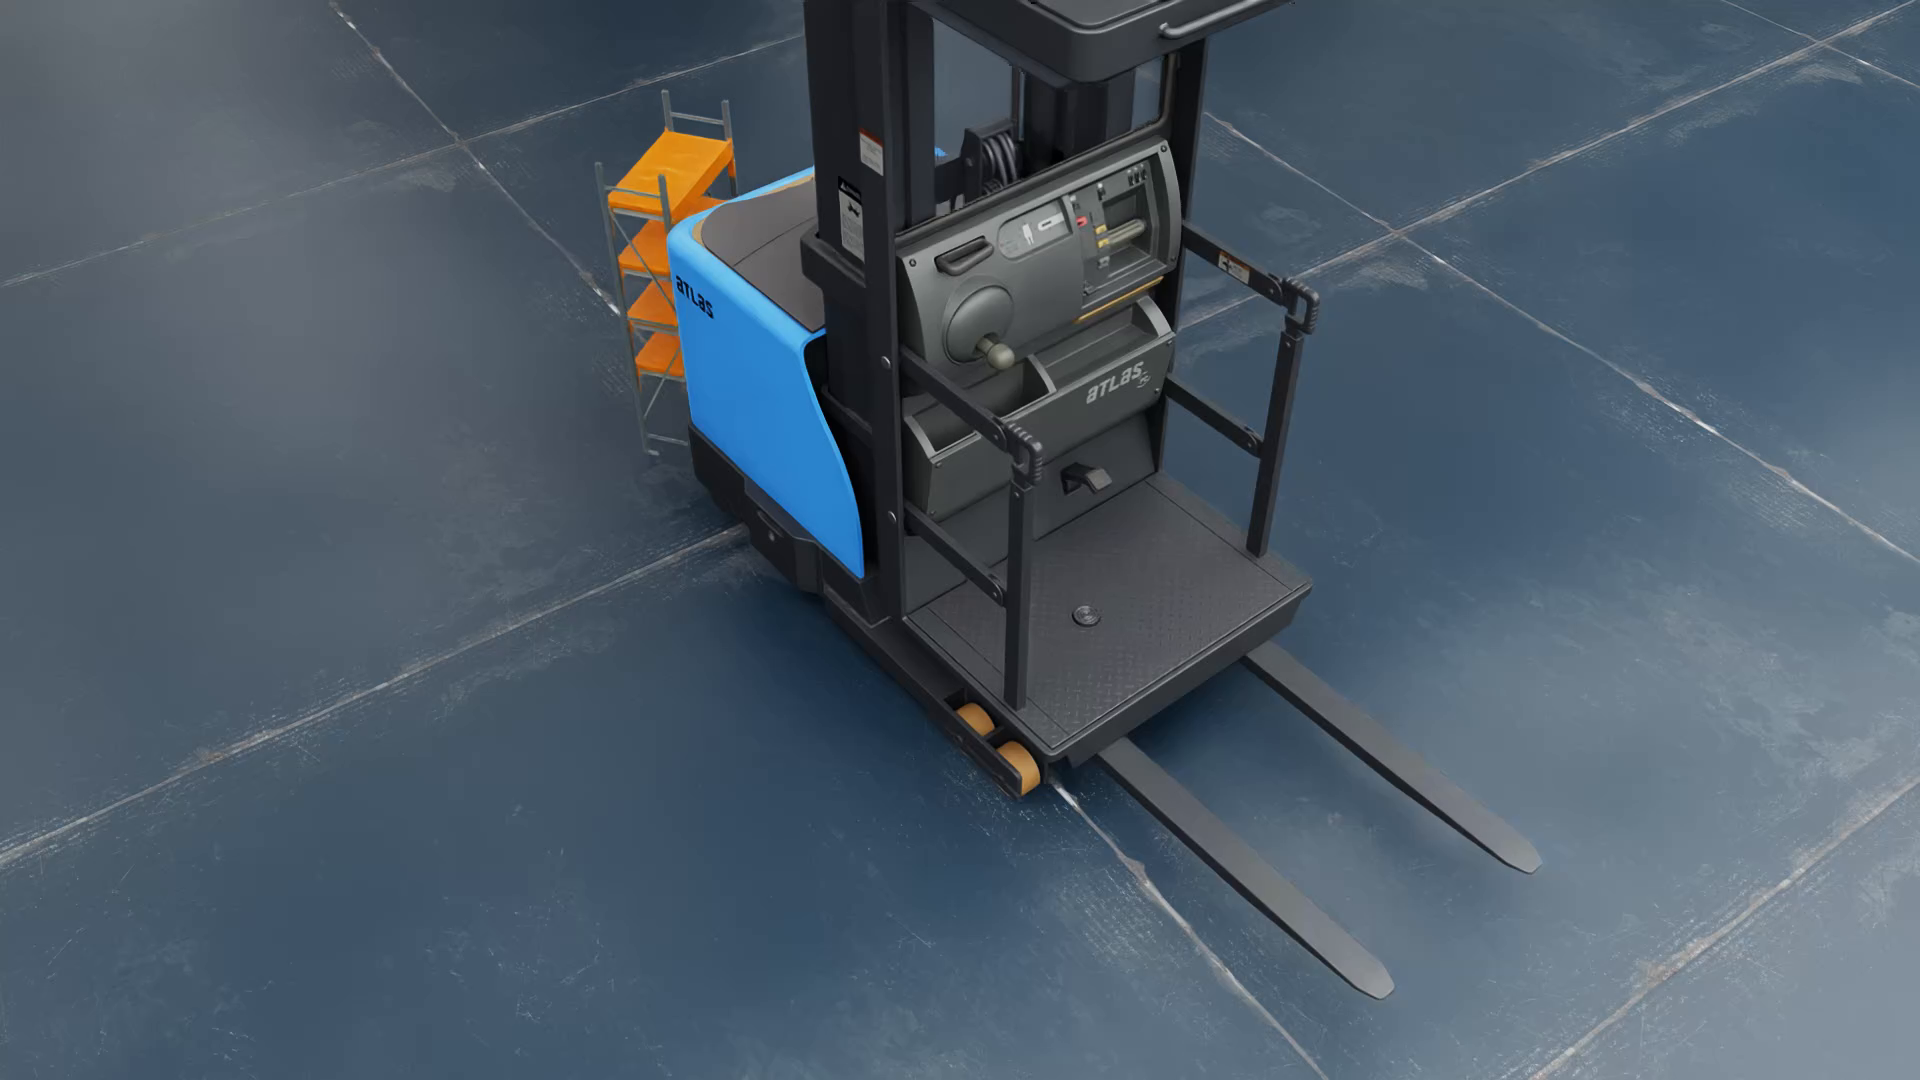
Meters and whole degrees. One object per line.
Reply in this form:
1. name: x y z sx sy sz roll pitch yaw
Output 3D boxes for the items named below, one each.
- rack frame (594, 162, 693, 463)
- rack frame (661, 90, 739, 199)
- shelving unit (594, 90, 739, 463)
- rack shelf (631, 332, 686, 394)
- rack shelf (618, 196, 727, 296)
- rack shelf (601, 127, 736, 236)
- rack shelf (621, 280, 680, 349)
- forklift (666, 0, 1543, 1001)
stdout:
1. rack frame: -1.040 -0.733 5.649 0.240 1.200 0.015 13 45 13
2. rack frame: -0.889 -1.053 5.984 0.240 1.200 0.015 13 45 13
3. shelving unit: -0.965 -0.893 5.817 0.258 1.200 0.503 13 45 13
4. rack shelf: -0.965 -0.701 6.000 0.258 0.148 0.480 13 45 13
5. rack shelf: -0.965 -1.006 5.709 0.258 0.148 0.480 13 45 13
6. rack shelf: -0.965 -1.177 5.545 0.258 0.148 0.480 13 45 13
7. rack shelf: -0.965 -0.844 5.863 0.258 0.148 0.480 13 45 13
8. forklift: 0.373 -0.691 4.351 1.130 2.935 3.031 -29 51 -27
